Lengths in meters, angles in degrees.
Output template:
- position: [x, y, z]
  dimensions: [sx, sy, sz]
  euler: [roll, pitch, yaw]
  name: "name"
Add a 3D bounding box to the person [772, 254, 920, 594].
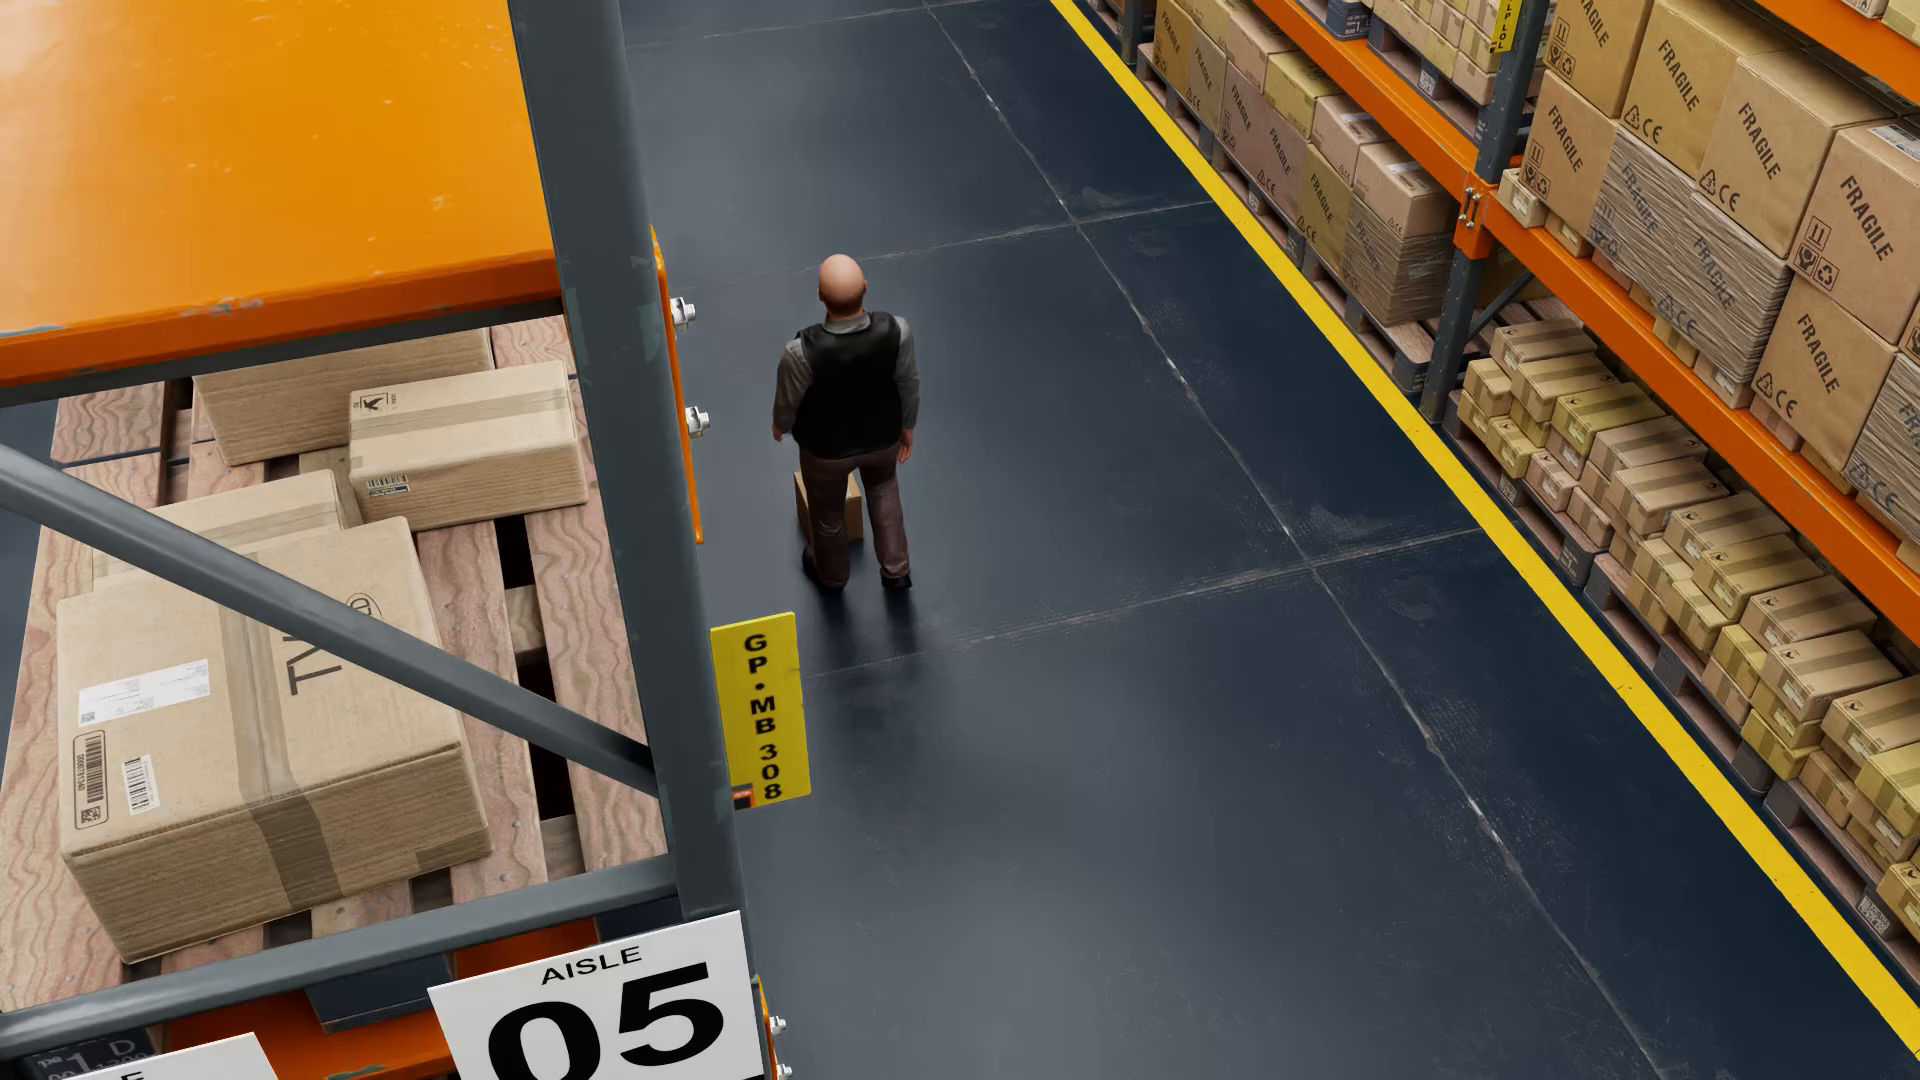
- position: [-0.472, -0.437, 6.660]
  dimensions: [0.562, 1.745, 0.521]
  euler: [-16, 44, -17]
  name: "person"
